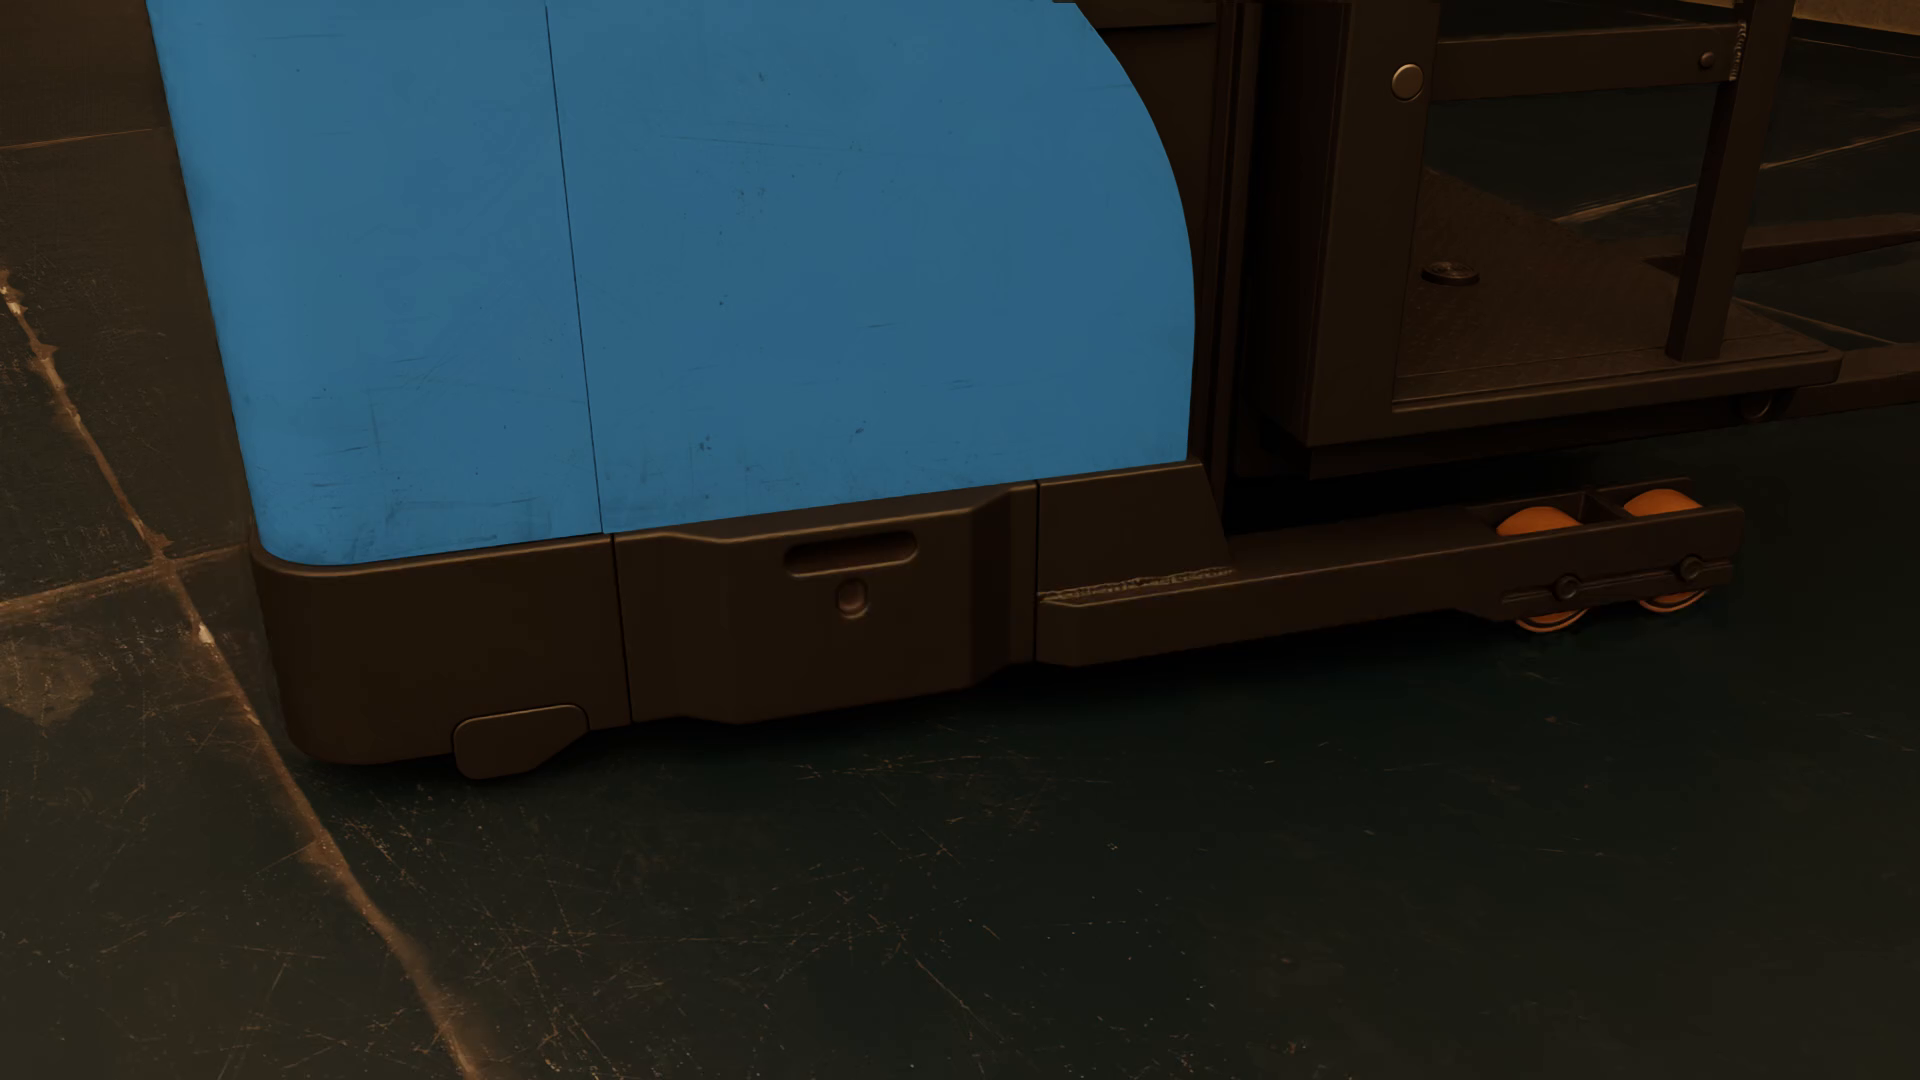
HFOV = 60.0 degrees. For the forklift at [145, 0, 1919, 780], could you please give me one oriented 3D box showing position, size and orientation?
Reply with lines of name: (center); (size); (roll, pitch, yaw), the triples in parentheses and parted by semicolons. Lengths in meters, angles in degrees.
forklift: (0.559, -1.404, 2.030); (3.031, 2.935, 1.130); (-8, 28, -15)
